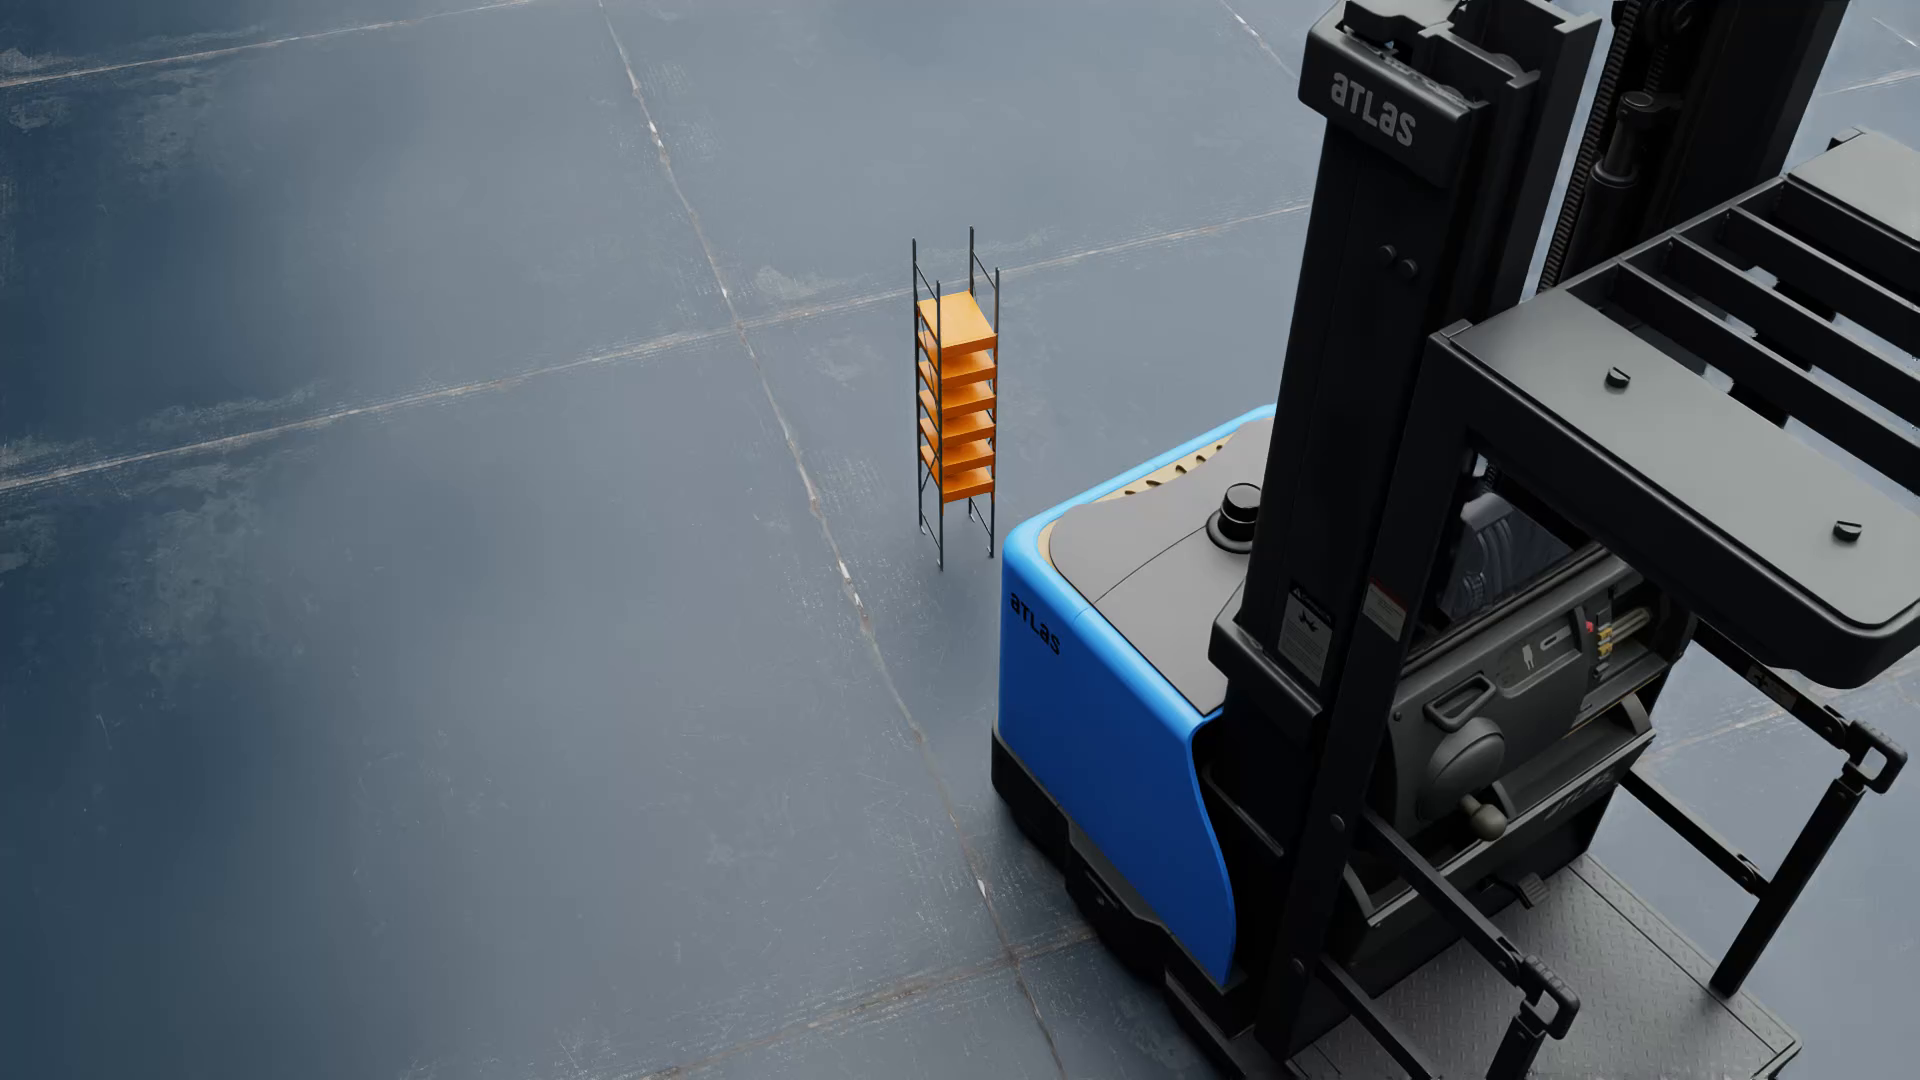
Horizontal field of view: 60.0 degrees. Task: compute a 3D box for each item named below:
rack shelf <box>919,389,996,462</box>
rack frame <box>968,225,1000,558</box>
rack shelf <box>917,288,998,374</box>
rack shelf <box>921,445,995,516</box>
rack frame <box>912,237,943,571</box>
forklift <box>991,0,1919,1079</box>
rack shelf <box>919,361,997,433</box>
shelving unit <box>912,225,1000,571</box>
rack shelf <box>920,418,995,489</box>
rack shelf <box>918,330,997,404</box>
[{"bbox_3d":[-0.014,-0.389,5.353,0.180,0.103,0.258,-14,47,-14],"label":"rack shelf"},{"bbox_3d":[0.072,-0.442,5.343,0.006,1.200,0.240,-14,47,-14],"label":"rack frame"},{"bbox_3d":[-0.014,-0.643,5.098,0.180,0.103,0.258,-14,47,-14],"label":"rack shelf"},{"bbox_3d":[-0.014,-0.219,5.523,0.180,0.103,0.258,-14,47,-14],"label":"rack shelf"},{"bbox_3d":[-0.100,-0.398,5.300,0.006,1.200,0.240,-14,47,-14],"label":"rack frame"},{"bbox_3d":[1.338,0.374,3.308,1.130,2.935,3.031,-26,51,-23],"label":"forklift"},{"bbox_3d":[-0.014,-0.473,5.268,0.180,0.103,0.258,-14,47,-14],"label":"rack shelf"},{"bbox_3d":[-0.014,-0.420,5.322,0.189,1.200,0.258,-14,47,-14],"label":"shelving unit"},{"bbox_3d":[-0.014,-0.304,5.438,0.180,0.103,0.258,-14,47,-14],"label":"rack shelf"},{"bbox_3d":[-0.014,-0.558,5.183,0.180,0.103,0.258,-14,47,-14],"label":"rack shelf"}]
